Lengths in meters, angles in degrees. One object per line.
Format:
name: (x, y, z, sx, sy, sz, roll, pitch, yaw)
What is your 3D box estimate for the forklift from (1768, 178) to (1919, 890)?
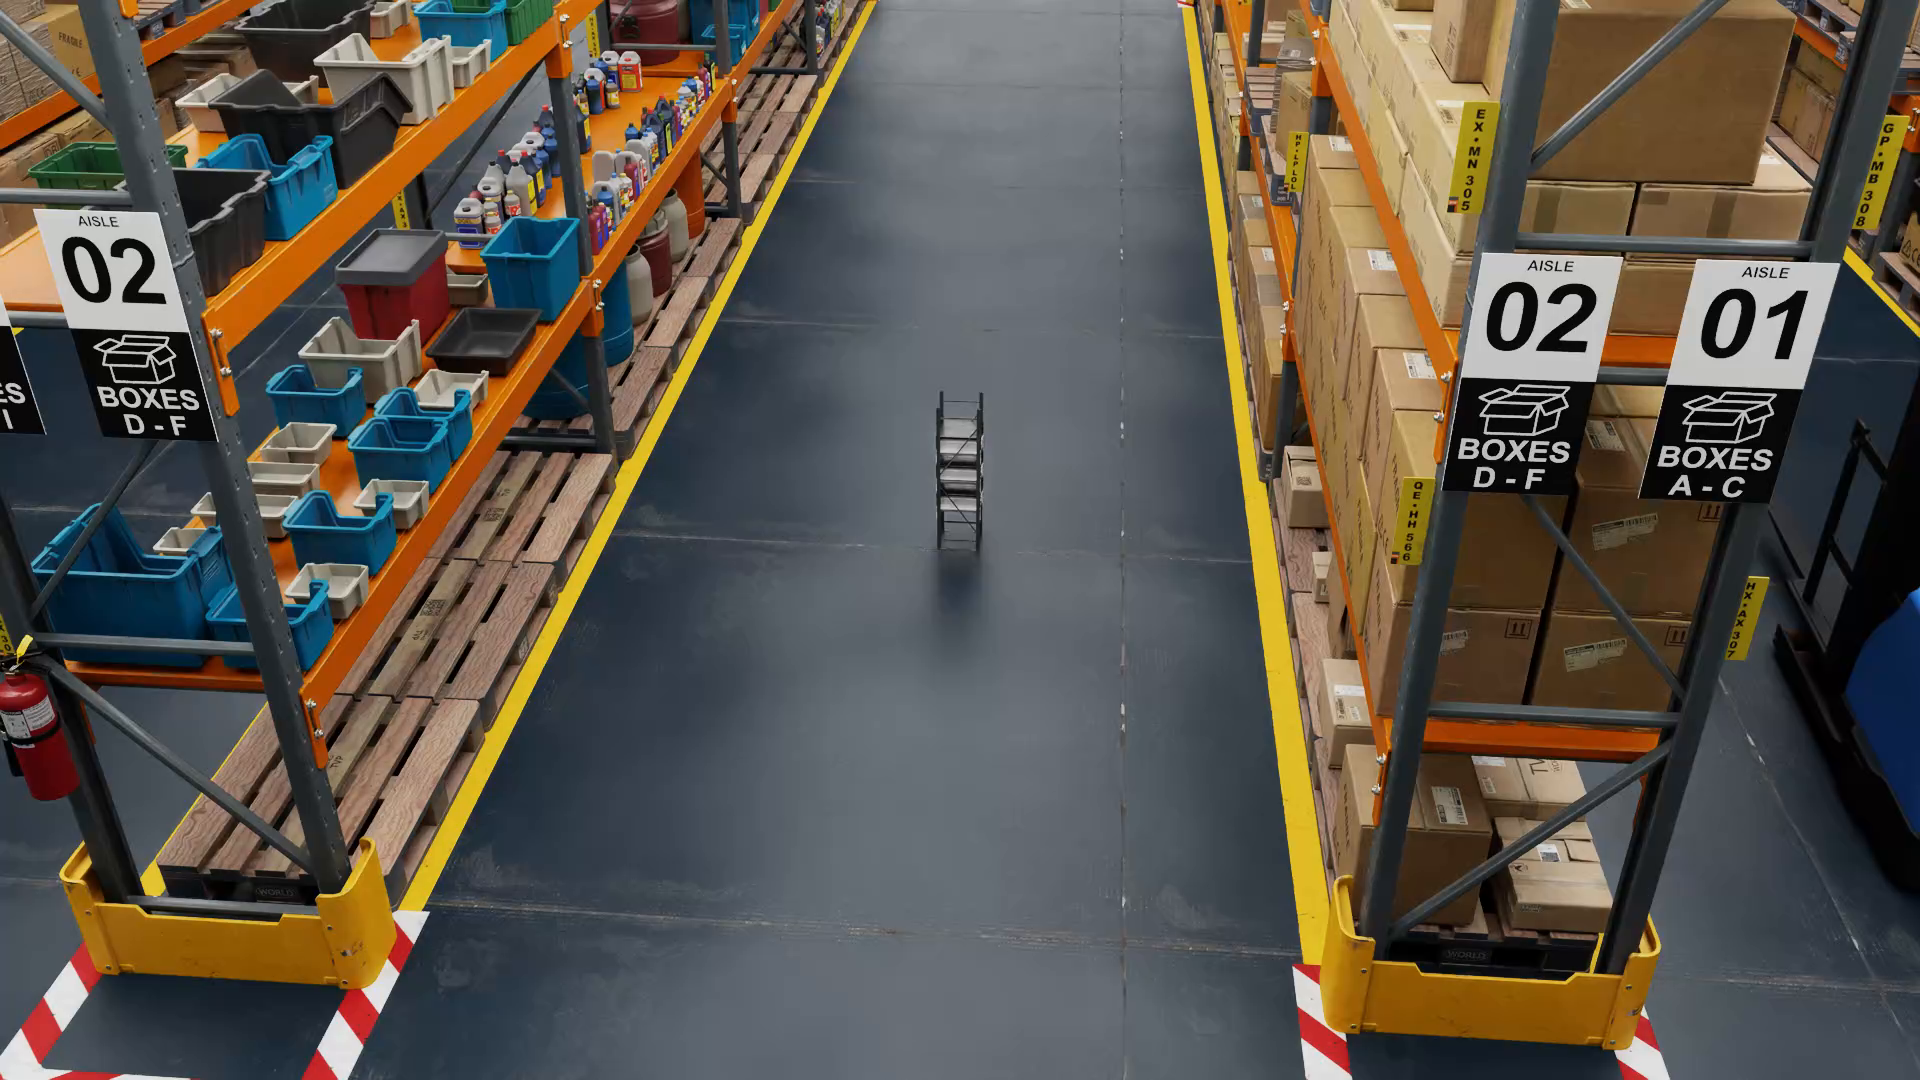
forklift: (4.705, -0.461, 7.485, 1.130, 2.935, 3.031, 4, 32, 7)

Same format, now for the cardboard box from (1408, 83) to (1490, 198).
cardboard box: (1.838, -1.364, 5.692, 0.500, 0.250, 0.500, 2, 32, 4)

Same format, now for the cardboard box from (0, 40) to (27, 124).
cardboard box: (-7.090, -3.247, 11.845, 0.500, 0.500, 0.500, 1, 32, 2)

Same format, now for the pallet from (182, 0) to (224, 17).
pallet: (-7.091, -4.961, 14.903, 1.003, 0.211, 1.213, 2, 32, 4)

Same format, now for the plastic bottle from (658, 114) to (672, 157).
plastic bottle: (-2.002, -2.750, 11.245, 0.061, 0.283, 0.133, 2, 32, 4)

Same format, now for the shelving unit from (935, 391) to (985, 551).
shelving unit: (-0.001, -0.379, 9.287, 0.258, 0.900, 0.210, 2, 32, 4)

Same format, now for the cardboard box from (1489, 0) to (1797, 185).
cardboard box: (2.036, -1.412, 5.054, 0.700, 0.500, 0.500, 2, 32, 4)

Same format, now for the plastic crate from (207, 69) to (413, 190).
plastic crate: (-2.528, -1.648, 6.546, 0.504, 0.338, 0.767, 2, 32, 4)

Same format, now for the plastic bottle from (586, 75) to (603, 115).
plastic bottle: (-2.646, -3.223, 12.023, 0.097, 0.271, 0.097, 0, 32, 0)

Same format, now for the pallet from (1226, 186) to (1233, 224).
pallet: (2.768, -2.822, 13.908, 1.003, 0.211, 1.213, 2, 32, 4)

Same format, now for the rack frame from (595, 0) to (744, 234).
rack frame: (-2.275, -3.794, 12.827, 1.000, 3.000, 0.127, 2, 32, 4)

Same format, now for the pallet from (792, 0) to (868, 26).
pallet: (-1.654, -6.324, 19.590, 1.003, 0.211, 1.213, 2, 32, 4)

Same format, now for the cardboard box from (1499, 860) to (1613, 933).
cardboard box: (2.387, 1.425, 6.657, 0.380, 0.149, 0.250, 2, 32, 4)

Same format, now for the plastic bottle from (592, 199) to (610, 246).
plastic bottle: (-2.135, -1.896, 9.859, 0.061, 0.283, 0.133, 2, 32, 4)

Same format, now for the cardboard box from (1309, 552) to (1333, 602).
cardboard box: (2.026, 0.193, 8.639, 0.380, 0.166, 0.250, 2, 32, 4)

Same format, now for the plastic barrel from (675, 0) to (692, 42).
plastic barrel: (-2.404, -4.388, 13.686, 0.421, 0.512, 0.421, 0, 32, 0)

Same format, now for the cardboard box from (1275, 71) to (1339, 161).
cardboard box: (2.418, -2.636, 10.454, 0.700, 0.500, 0.500, -5, 32, -9)

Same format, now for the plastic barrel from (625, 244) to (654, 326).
plastic barrel: (-2.347, -1.767, 11.510, 0.421, 0.512, 0.421, 0, 32, 0)

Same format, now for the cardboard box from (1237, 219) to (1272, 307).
cardboard box: (2.257, -1.942, 11.785, 0.500, 0.500, 0.500, 2, 32, 3)

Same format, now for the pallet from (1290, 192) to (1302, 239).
pallet: (2.510, -1.820, 9.808, 1.003, 0.211, 1.213, 2, 32, 4)

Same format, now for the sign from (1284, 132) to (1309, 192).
sign: (1.783, -2.003, 8.818, 0.100, 0.325, 0.005, 2, 32, 4)

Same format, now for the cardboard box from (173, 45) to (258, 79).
cardboard box: (-7.060, -4.359, 15.707, 0.700, 0.500, 0.500, 0, 32, 0)

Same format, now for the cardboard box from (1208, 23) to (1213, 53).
cardboard box: (2.858, -5.193, 17.318, 0.500, 0.250, 0.500, 2, 32, 4)

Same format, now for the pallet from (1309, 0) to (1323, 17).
pallet: (2.459, -3.024, 8.898, 1.213, 0.211, 1.003, 2, 32, 4)

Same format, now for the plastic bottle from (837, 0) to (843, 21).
plastic bottle: (-1.384, -5.895, 18.414, 0.152, 0.276, 0.135, 3, 32, 4)

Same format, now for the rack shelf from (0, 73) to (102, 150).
rack shelf: (-7.374, -2.653, 11.662, 1.077, 0.370, 4.000, 2, 32, 4)

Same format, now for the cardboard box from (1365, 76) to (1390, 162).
cardboard box: (1.926, -1.674, 6.671, 0.500, 0.250, 0.500, 2, 32, 4)

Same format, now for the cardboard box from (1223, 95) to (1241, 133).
cardboard box: (2.539, -3.648, 14.276, 0.500, 0.311, 0.500, 2, 32, 4)

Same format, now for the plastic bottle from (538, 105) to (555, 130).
plastic bottle: (-2.762, -2.752, 11.184, 0.144, 0.351, 0.185, 2, 32, 4)

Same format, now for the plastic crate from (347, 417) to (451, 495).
plastic crate: (-2.471, -0.368, 7.371, 0.416, 0.233, 0.300, 2, 32, 4)

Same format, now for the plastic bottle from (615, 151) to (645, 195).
plastic bottle: (-2.108, -2.359, 10.618, 0.152, 0.276, 0.135, 2, 32, 4)

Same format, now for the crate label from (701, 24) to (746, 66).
crate label: (-1.867, -3.927, 13.203, 0.303, 0.233, 0.416, 2, 32, 4)

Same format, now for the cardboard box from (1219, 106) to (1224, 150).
cardboard box: (2.583, -3.676, 14.856, 0.500, 0.250, 0.500, 3, 32, 5)

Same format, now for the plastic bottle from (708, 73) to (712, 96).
plastic bottle: (-1.910, -3.420, 12.410, 0.097, 0.201, 0.097, 0, 32, 0)

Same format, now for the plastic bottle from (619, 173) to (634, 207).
plastic bottle: (-2.101, -2.196, 10.424, 0.097, 0.201, 0.097, 0, 32, 0)

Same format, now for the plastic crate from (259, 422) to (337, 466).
plastic crate: (-2.998, -0.411, 7.533, 0.298, 0.136, 0.250, 2, 32, 4)

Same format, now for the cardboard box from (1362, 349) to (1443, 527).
cardboard box: (1.813, -0.374, 6.230, 0.500, 0.500, 0.500, 3, 32, 5)

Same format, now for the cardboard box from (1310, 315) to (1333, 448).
cardboard box: (1.941, -0.747, 7.788, 0.500, 0.500, 0.500, 2, 32, 4)

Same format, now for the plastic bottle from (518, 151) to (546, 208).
plastic bottle: (-2.693, -2.266, 10.396, 0.144, 0.351, 0.185, 2, 32, 4)

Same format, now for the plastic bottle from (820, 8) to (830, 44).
plastic bottle: (-1.455, -5.448, 17.617, 0.144, 0.351, 0.185, 1, 32, 2)

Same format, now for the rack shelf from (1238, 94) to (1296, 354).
rack shelf: (2.499, -2.228, 10.973, 1.077, 0.370, 4.000, 2, 32, 4)

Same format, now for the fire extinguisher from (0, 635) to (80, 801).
fire extinguisher: (-3.391, 0.641, 6.061, 0.296, 0.674, 0.183, 2, 32, 4)

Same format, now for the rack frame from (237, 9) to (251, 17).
rack frame: (-6.886, -6.097, 16.565, 1.000, 3.000, 0.127, 2, 32, 4)

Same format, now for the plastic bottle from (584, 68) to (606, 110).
plastic bottle: (-2.670, -3.287, 12.123, 0.152, 0.276, 0.135, 2, 32, 4)

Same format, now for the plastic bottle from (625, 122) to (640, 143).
plastic bottle: (-2.180, -2.646, 11.088, 0.097, 0.271, 0.097, 0, 32, 0)

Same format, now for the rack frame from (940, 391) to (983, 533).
rack frame: (0.008, -0.432, 9.374, 0.240, 0.900, 0.006, 2, 32, 4)

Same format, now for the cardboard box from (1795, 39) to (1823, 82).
cardboard box: (7.849, -4.289, 14.879, 0.500, 0.250, 0.500, 2, 32, 3)

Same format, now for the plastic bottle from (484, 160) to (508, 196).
plastic bottle: (-2.852, -2.176, 10.249, 0.144, 0.351, 0.185, 2, 32, 4)

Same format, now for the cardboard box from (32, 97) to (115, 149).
cardboard box: (-7.288, -2.920, 13.034, 1.225, 0.875, 0.875, 1, 32, 2)

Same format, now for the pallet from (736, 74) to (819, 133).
pallet: (-1.974, -4.286, 16.284, 1.003, 0.211, 1.213, 2, 32, 4)

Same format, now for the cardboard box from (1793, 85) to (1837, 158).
cardboard box: (7.808, -3.662, 14.577, 0.700, 0.500, 0.500, 3, 32, 5)

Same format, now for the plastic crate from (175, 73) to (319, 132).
plastic crate: (-3.005, -1.866, 7.092, 0.437, 0.136, 0.530, 2, 32, 4)

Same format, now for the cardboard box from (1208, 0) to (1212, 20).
cardboard box: (2.897, -5.774, 17.546, 0.500, 0.500, 0.500, 2, 32, 4)

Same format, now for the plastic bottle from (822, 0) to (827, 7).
plastic bottle: (-1.490, -5.902, 18.419, 0.061, 0.283, 0.133, 2, 32, 4)

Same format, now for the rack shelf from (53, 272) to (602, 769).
rack shelf: (-2.763, -0.350, 7.925, 1.077, 0.370, 4.000, 2, 32, 4)

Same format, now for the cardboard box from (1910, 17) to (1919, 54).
cardboard box: (7.628, -3.847, 12.398, 0.700, 0.500, 0.500, -1, 32, -2)

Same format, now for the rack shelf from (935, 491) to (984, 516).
rack shelf: (-0.001, -0.197, 9.399, 0.258, 0.077, 0.200, 2, 32, 4)

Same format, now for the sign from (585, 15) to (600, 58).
sign: (-2.824, -3.883, 12.817, 0.100, 0.325, 0.005, 2, 32, 4)
